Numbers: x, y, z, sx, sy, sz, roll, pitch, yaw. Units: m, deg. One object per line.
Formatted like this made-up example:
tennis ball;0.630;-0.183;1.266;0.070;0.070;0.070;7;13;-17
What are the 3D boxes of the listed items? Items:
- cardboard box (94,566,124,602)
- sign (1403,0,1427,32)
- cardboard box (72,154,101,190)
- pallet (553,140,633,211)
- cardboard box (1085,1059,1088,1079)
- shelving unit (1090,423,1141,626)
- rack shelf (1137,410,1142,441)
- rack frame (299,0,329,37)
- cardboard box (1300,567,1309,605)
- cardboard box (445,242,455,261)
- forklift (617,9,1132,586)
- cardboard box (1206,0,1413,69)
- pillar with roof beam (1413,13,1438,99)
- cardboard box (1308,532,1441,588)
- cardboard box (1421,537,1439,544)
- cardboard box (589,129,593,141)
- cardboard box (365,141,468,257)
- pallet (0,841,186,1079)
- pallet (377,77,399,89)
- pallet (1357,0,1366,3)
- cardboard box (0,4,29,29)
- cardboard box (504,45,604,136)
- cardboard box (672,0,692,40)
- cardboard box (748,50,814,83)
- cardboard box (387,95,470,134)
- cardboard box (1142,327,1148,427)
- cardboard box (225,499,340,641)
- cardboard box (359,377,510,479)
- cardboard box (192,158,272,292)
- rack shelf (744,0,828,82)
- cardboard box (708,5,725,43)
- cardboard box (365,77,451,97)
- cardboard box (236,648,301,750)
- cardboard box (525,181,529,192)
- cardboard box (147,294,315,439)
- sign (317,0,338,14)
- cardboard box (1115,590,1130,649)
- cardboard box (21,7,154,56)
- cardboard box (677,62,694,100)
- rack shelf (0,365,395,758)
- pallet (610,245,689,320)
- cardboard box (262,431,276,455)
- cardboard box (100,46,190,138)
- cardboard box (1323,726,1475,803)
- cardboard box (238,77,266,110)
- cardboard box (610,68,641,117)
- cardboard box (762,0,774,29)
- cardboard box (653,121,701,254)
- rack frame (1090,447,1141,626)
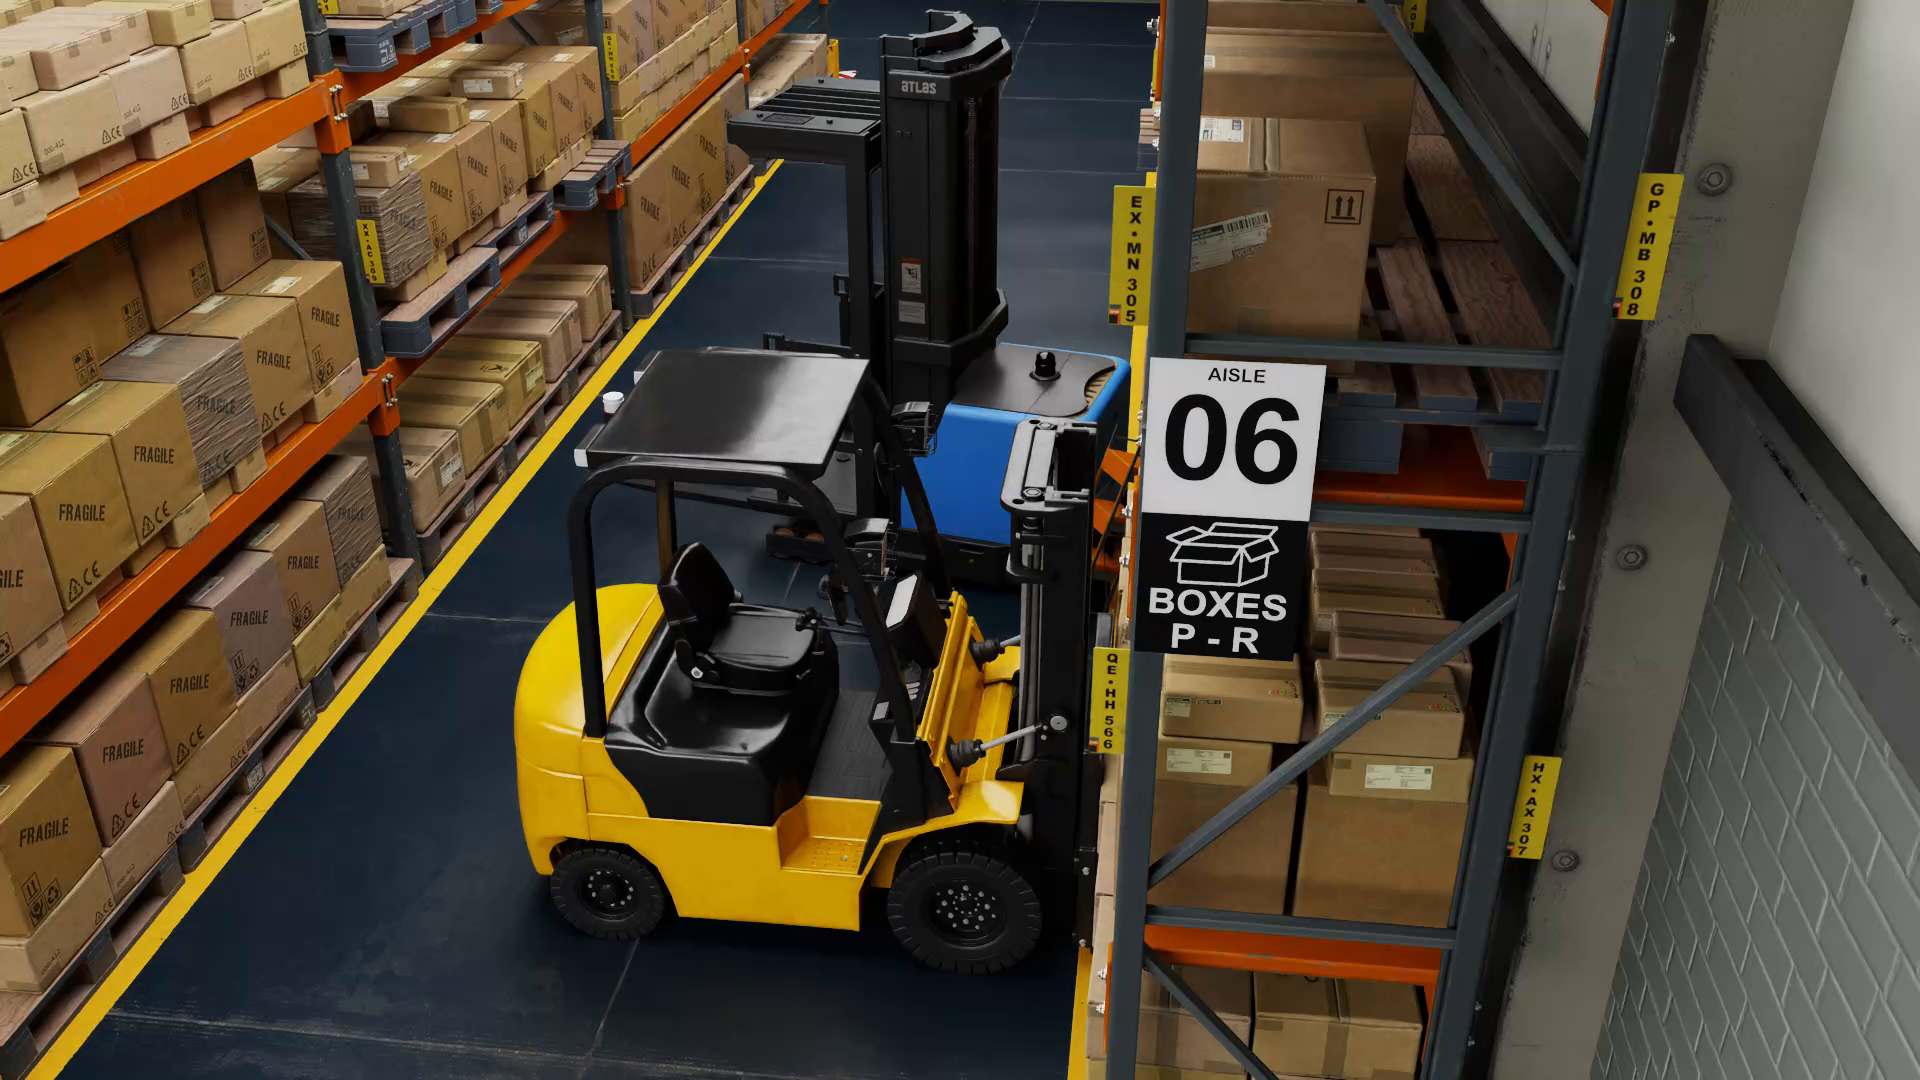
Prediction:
cardboard box;-3.573;0.141;6.590;0.380;0.149;0.250;4;29;8
sign;1.970;-2.361;7.178;0.100;0.325;0.005;3;28;6
cardboard box;-3.528;-1.417;6.321;0.380;0.149;0.250;3;28;6
pallet;-2.999;-2.553;11.528;1.213;0.211;1.003;3;28;6
cardboard box;0.673;1.860;5.592;0.500;0.250;0.500;4;29;7
shelving unit;0.782;-0.071;8.758;0.215;1.050;0.252;9;22;-30
rack shelf;1.664;-1.434;10.007;1.077;0.370;4.000;3;28;6
rack frame;-3.508;-3.737;7.199;1.000;3.000;0.127;3;28;6
cardboard box;1.364;0.329;5.871;0.500;0.500;0.500;3;28;6
cardboard box;-3.128;-1.667;9.503;0.380;0.149;0.250;5;29;9
forklift;-0.592;-1.385;9.231;3.031;2.935;1.130;9;30;16
cardboard box;1.076;-1.493;5.539;0.797;0.503;0.637;4;29;8
pillar with roof beam;-1.629;-4.917;9.389;9.100;9.000;0.400;3;28;6
cardboard box;1.311;0.106;5.288;0.380;0.149;0.250;4;29;6
cardboard box;1.456;-0.002;5.801;0.380;0.149;0.250;4;29;8
cardboard box;-2.824;-2.885;11.765;0.380;0.149;0.250;4;29;8
cardboard box;-3.105;-1.896;9.244;0.500;0.500;0.500;3;29;6
pallet;-3.854;1.599;6.560;1.003;0.211;1.213;3;28;6
pallet;-7.106;-5.341;19.441;1.003;0.211;1.213;3;28;6
pallet;1.781;-3.078;9.338;1.003;0.211;1.213;5;29;9
cardboard box;-3.953;-2.038;6.632;0.380;0.149;0.250;2;28;5
cardboard box;-2.797;-3.108;11.495;0.500;0.500;0.500;3;28;5
cardboard box;-2.519;-4.395;13.585;0.500;0.500;0.500;4;29;7
cardboard box;-2.123;-5.054;18.226;0.875;0.438;0.875;4;29;8
cardboard box;-3.068;-2.459;9.607;0.380;0.149;0.250;5;29;9
cardboard box;1.106;-0.659;7.706;0.500;0.500;0.500;3;28;5
cardboard box;-3.374;0.133;8.006;0.500;0.500;0.500;4;29;7
cardboard box;-3.361;-0.710;10.232;0.950;0.372;0.625;5;29;9
cardboard box;-3.777;-1.516;7.929;0.700;0.500;0.500;3;28;6
rack shelf;-2.282;-5.486;17.529;1.077;0.370;4.000;3;28;6
cardboard box;-2.394;-4.558;14.679;0.500;0.250;0.500;4;29;7
cardboard box;-3.418;-2.644;10.634;0.500;0.500;0.500;4;29;7
cardboard box;-3.436;0.714;7.718;0.500;0.250;0.500;4;29;7
cardboard box;-2.986;-2.274;10.631;0.380;0.149;0.250;4;29;7
cardboard box;-3.372;-0.804;7.662;0.500;0.500;0.500;4;29;8
sign;-2.968;-2.616;7.736;0.100;0.325;0.005;3;28;6
cardboard box;0.926;0.461;7.134;0.500;0.250;0.500;4;29;8
cardboard box;-3.442;-2.004;6.568;0.380;0.149;0.250;3;28;5
cardboard box;-2.535;-3.850;13.892;0.500;0.250;0.500;3;28;6
rack shelf;-3.753;0.162;7.045;1.077;0.370;4.000;3;28;6
pallet;-2.846;-2.118;13.458;1.003;0.211;1.213;3;28;6
cardboard box;-3.422;-0.464;7.713;0.380;0.149;0.250;3;28;5
cardboard box;-3.432;-1.781;6.575;0.500;0.250;0.500;3;28;5
cardboard box;1.228;0.600;4.685;0.380;0.149;0.250;3;28;5
cardboard box;-3.362;-2.026;7.450;0.380;0.149;0.250;4;29;7
cardboard box;-2.710;-3.357;12.450;0.500;0.250;0.500;3;28;6
cardboard box;-2.144;-5.348;16.409;0.500;0.500;0.500;4;29;7
cardboard box;-2.737;-2.968;13.894;0.875;0.875;0.875;4;29;7
rack frame;0.832;-0.018;8.660;0.200;1.050;0.008;9;22;-30
